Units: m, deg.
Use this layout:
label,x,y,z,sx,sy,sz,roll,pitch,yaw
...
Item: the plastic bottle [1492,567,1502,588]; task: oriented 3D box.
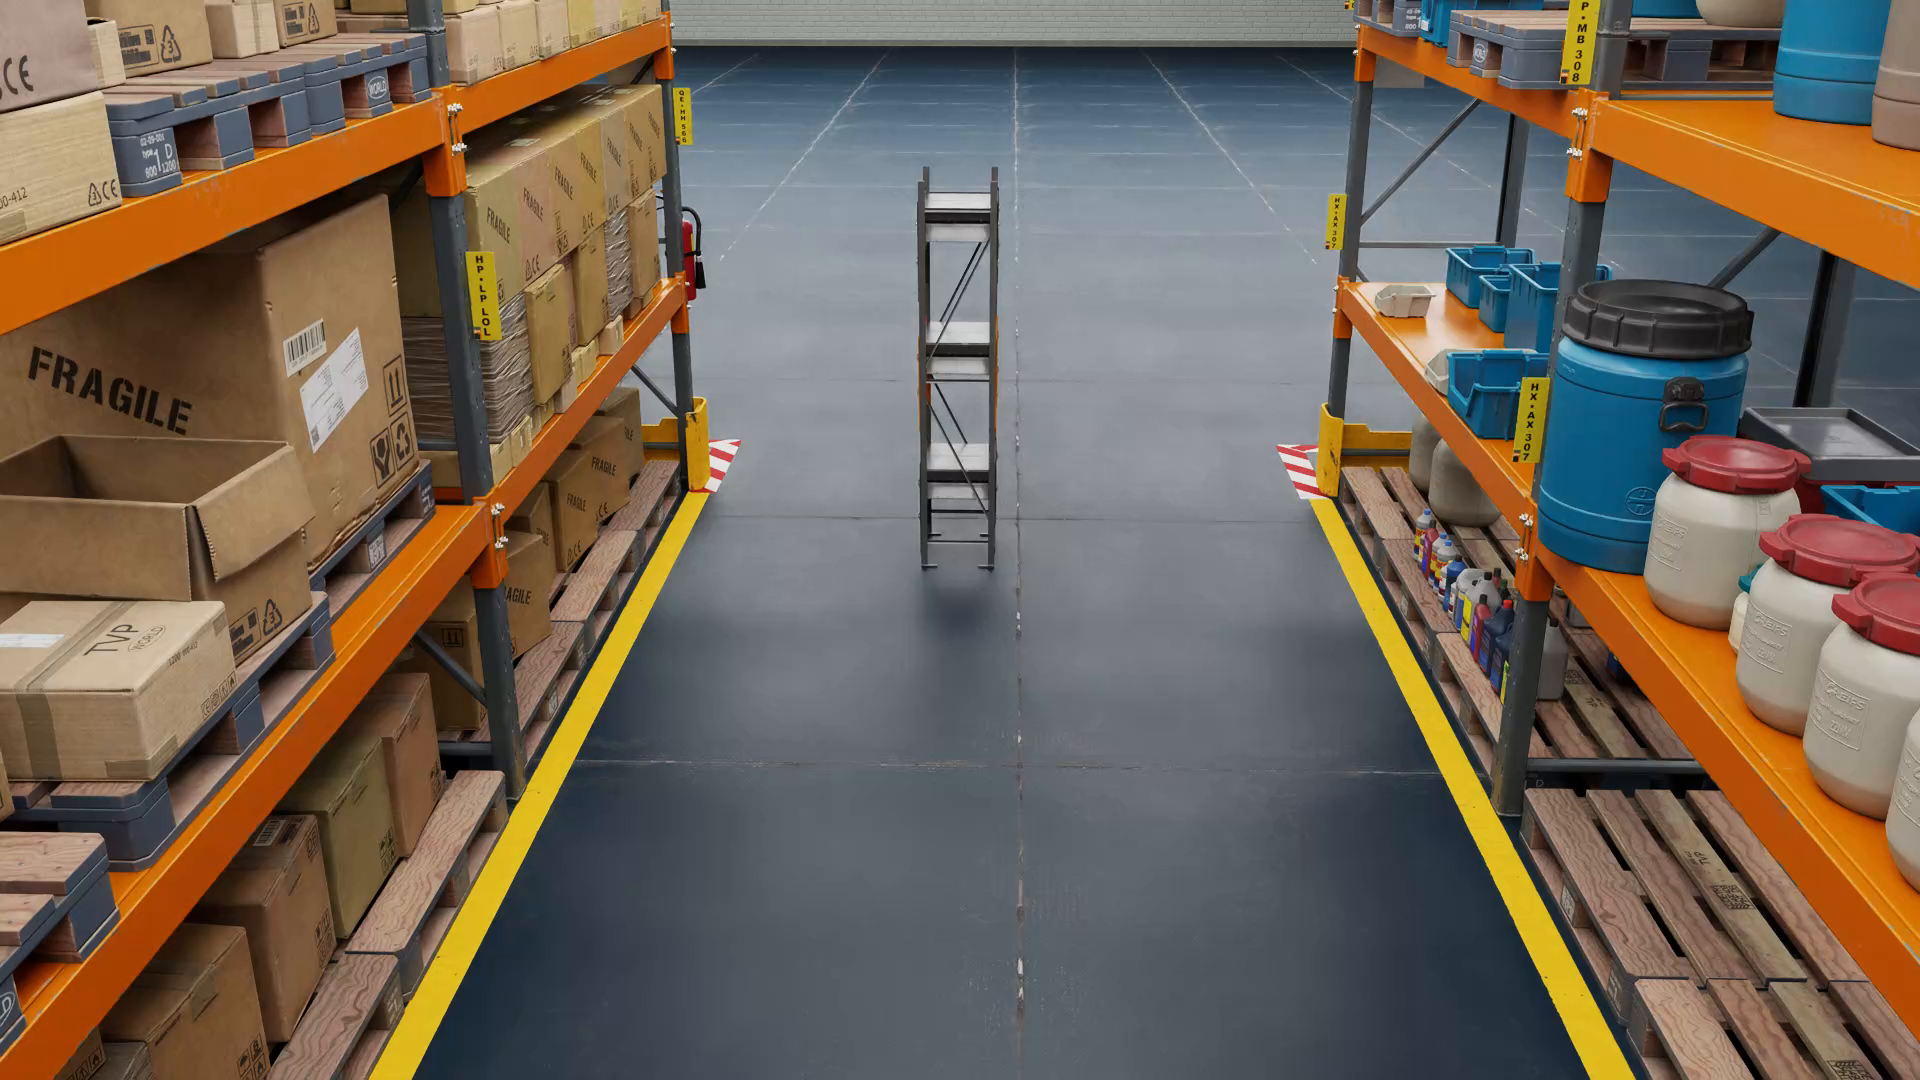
label,x,y,z,sx,sy,sz,roll,pitch,yaw
plastic bottle,2.518,0.280,7.807,0.061,0.283,0.133,1,21,2

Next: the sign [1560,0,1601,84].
label,x,y,z,sx,sy,sz,roll,pitch,yaw
sign,2.106,-1.714,5.640,0.100,0.325,0.005,1,21,2

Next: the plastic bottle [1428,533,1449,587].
label,x,y,z,sx,sy,sz,roll,pitch,yaw
plastic bottle,2.400,0.095,8.300,0.097,0.271,0.097,0,21,0

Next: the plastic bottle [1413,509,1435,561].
label,x,y,z,sx,sy,sz,roll,pitch,yaw
plastic bottle,2.411,-0.029,8.619,0.097,0.271,0.097,0,21,0

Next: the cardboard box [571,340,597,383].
label,x,y,z,sx,sy,sz,roll,pitch,yaw
cardboard box,-1.955,-0.856,7.934,0.380,0.149,0.250,1,21,2

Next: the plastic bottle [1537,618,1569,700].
label,x,y,z,sx,sy,sz,roll,pitch,yaw
plastic bottle,2.531,0.494,7.162,0.144,0.351,0.185,1,21,2

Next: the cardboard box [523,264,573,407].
label,x,y,z,sx,sy,sz,roll,pitch,yaw
cardboard box,-2.169,-0.883,7.110,0.875,0.500,0.500,1,21,2

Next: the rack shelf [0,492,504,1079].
label,x,y,z,sx,sy,sz,roll,pitch,yaw
rack shelf,-2.356,0.703,4.566,1.077,0.370,4.000,1,21,2

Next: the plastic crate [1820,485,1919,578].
label,x,y,z,sx,sy,sz,roll,pitch,yaw
plastic crate,2.933,0.108,5.125,0.392,0.384,0.575,1,21,2

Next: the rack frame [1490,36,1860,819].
label,x,y,z,sx,sy,sz,roll,pitch,yaw
rack frame,2.656,-0.301,6.159,1.000,3.000,0.127,1,21,2

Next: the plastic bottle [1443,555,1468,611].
label,x,y,z,sx,sy,sz,roll,pitch,yaw
plastic bottle,2.391,0.205,8.018,0.097,0.271,0.097,0,21,0

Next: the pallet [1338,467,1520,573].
label,x,y,z,sx,sy,sz,roll,pitch,yaw
pallet,2.792,-0.126,9.561,1.003,0.211,1.213,1,21,2

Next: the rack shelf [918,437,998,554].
label,x,y,z,sx,sy,sz,roll,pitch,yaw
rack shelf,-0.005,-0.254,9.253,0.431,0.518,0.480,1,21,2

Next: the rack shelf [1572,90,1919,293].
label,x,y,z,sx,sy,sz,roll,pitch,yaw
rack shelf,2.595,-0.641,3.882,1.077,0.370,4.000,1,21,2

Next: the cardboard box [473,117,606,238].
label,x,y,z,sx,sy,sz,roll,pitch,yaw
cardboard box,-1.994,-1.710,7.857,0.500,0.500,0.500,1,21,2

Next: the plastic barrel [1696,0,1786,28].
label,x,y,z,sx,sy,sz,roll,pitch,yaw
plastic barrel,2.865,-2.101,5.916,0.421,0.512,0.421,0,21,0

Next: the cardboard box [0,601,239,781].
label,x,y,z,sx,sy,sz,roll,pitch,yaw
cardboard box,-2.136,0.361,4.078,0.500,0.250,0.500,0,21,0

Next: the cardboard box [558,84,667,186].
label,x,y,z,sx,sy,sz,roll,pitch,yaw
cardboard box,-1.943,-2.252,9.254,0.500,0.500,0.500,1,21,2

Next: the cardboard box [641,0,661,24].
label,x,y,z,sx,sy,sz,roll,pitch,yaw
cardboard box,-1.934,-2.953,9.055,0.500,0.250,0.500,1,21,3

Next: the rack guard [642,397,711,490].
label,x,y,z,sx,sy,sz,roll,pitch,yaw
rack guard,-2.176,-0.609,10.408,1.175,0.500,0.348,1,21,2

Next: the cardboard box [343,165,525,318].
label,x,y,z,sx,sy,sz,roll,pitch,yaw
cardboard box,-2.027,-1.167,6.458,0.500,0.500,0.500,1,21,2

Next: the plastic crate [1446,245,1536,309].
label,x,y,z,sx,sy,sz,roll,pitch,yaw
plastic crate,3.061,-1.494,9.438,0.499,0.251,0.616,1,21,2

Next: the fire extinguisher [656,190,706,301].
label,x,y,z,sx,sy,sz,roll,pitch,yaw
fire extinguisher,-1.709,-1.802,10.134,0.296,0.674,0.183,1,21,2

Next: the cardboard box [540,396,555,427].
label,x,y,z,sx,sy,sz,roll,pitch,yaw
cardboard box,-1.989,-0.584,7.236,0.380,0.149,0.250,1,21,2

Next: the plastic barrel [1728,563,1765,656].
label,x,y,z,sx,sy,sz,roll,pitch,yaw
plastic barrel,2.462,0.240,4.955,0.301,0.262,0.301,0,21,0

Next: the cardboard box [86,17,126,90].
label,x,y,z,sx,sy,sz,roll,pitch,yaw
cardboard box,-2.252,-1.162,3.973,0.380,0.166,0.250,0,21,0

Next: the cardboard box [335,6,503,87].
label,x,y,z,sx,sy,sz,roll,pitch,yaw
cardboard box,-2.025,-1.844,6.196,0.500,0.250,0.500,0,21,0

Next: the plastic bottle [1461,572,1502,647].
label,x,y,z,sx,sy,sz,roll,pitch,yaw
plastic bottle,2.403,0.306,7.646,0.144,0.351,0.185,1,21,1

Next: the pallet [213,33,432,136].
label,x,y,z,sx,sy,sz,roll,pitch,yaw
pallet,-2.420,-1.445,5.218,1.213,0.211,1.003,1,21,2

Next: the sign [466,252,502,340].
label,x,y,z,sx,sy,sz,roll,pitch,yaw
sign,-1.740,-0.891,6.077,0.100,0.325,0.005,1,21,2

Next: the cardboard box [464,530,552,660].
label,x,y,z,sx,sy,sz,roll,pitch,yaw
cardboard box,-2.233,0.262,7.581,0.500,0.500,0.500,8,22,19

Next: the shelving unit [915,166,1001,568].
label,x,y,z,sx,sy,sz,roll,pitch,yaw
shelving unit,-0.005,-0.919,8.995,0.431,2.100,0.503,1,21,2

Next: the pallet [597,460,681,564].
label,x,y,z,sx,sy,sz,roll,pitch,yaw
pallet,-2.236,-0.181,9.704,1.003,0.211,1.213,1,21,2

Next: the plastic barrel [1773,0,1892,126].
label,x,y,z,sx,sy,sz,roll,pitch,yaw
plastic barrel,2.857,-1.747,5.045,0.600,0.901,0.708,1,21,2

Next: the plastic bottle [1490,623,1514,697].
label,x,y,z,sx,sy,sz,roll,pitch,yaw
plastic bottle,2.387,0.493,7.167,0.144,0.351,0.185,0,21,0

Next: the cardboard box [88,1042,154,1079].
label,x,y,z,sx,sy,sz,roll,pitch,yaw
cardboard box,-2.412,1.608,4.086,0.700,0.500,0.500,-1,21,-3

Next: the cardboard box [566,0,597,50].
label,x,y,z,sx,sy,sz,roll,pitch,yaw
cardboard box,-1.980,-2.406,7.643,0.500,0.250,0.500,0,21,1

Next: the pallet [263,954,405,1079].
label,x,y,z,sx,sy,sz,roll,pitch,yaw
pallet,-2.351,1.668,4.938,1.003,0.211,1.213,1,21,2

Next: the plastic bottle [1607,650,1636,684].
label,x,y,z,sx,sy,sz,roll,pitch,yaw
plastic bottle,2.951,0.440,7.303,0.144,0.351,0.185,1,21,2

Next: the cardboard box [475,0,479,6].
label,x,y,z,sx,sy,sz,roll,pitch,yaw
cardboard box,-2.037,-2.081,6.256,0.380,0.149,0.250,0,21,-1

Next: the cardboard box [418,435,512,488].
label,x,y,z,sx,sy,sz,roll,pitch,yaw
cardboard box,-1.988,-0.313,6.536,0.380,0.149,0.250,1,21,2

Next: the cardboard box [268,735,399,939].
label,x,y,z,sx,sy,sz,roll,pitch,yaw
cardboard box,-2.368,0.999,5.656,0.700,0.500,0.500,1,21,1

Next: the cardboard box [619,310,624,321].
label,x,y,z,sx,sy,sz,roll,pitch,yaw
cardboard box,-2.012,-1.218,8.869,0.380,0.149,0.250,1,21,2

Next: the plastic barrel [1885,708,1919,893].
label,x,y,z,sx,sy,sz,roll,pitch,yaw
plastic barrel,2.365,0.566,3.768,0.421,0.512,0.421,0,21,0

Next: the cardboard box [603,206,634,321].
label,x,y,z,sx,sy,sz,roll,pitch,yaw
cardboard box,-2.171,-1.426,8.509,0.875,0.500,0.500,1,21,2

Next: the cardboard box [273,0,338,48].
label,x,y,z,sx,sy,sz,roll,pitch,yaw
cardboard box,-2.408,-1.829,5.227,0.797,0.503,0.637,0,21,-1

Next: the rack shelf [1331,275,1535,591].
label,x,y,z,sx,sy,sz,roll,pitch,yaw
rack shelf,2.717,-0.689,8.152,1.077,0.370,4.000,1,21,2

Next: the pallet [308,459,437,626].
label,x,y,z,sx,sy,sz,roll,pitch,yaw
pallet,-2.464,0.008,5.626,1.003,0.211,1.213,1,21,2

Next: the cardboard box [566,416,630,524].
label,x,y,z,sx,sy,sz,roll,pitch,yaw
cardboard box,-2.193,-0.390,9.263,0.500,0.500,0.500,6,22,16

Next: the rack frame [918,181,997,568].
label,x,y,z,sx,sy,sz,roll,pitch,yaw
rack frame,-0.012,-0.831,8.767,0.400,2.100,0.015,1,21,2

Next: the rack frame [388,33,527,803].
label,x,y,z,sx,sy,sz,roll,pitch,yaw
rack frame,-2.295,-0.356,6.299,1.000,3.000,0.127,1,21,2

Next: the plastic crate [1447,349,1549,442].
label,x,y,z,sx,sy,sz,roll,pitch,yaw
plastic crate,2.418,-0.635,7.225,0.499,0.251,0.616,1,21,2
